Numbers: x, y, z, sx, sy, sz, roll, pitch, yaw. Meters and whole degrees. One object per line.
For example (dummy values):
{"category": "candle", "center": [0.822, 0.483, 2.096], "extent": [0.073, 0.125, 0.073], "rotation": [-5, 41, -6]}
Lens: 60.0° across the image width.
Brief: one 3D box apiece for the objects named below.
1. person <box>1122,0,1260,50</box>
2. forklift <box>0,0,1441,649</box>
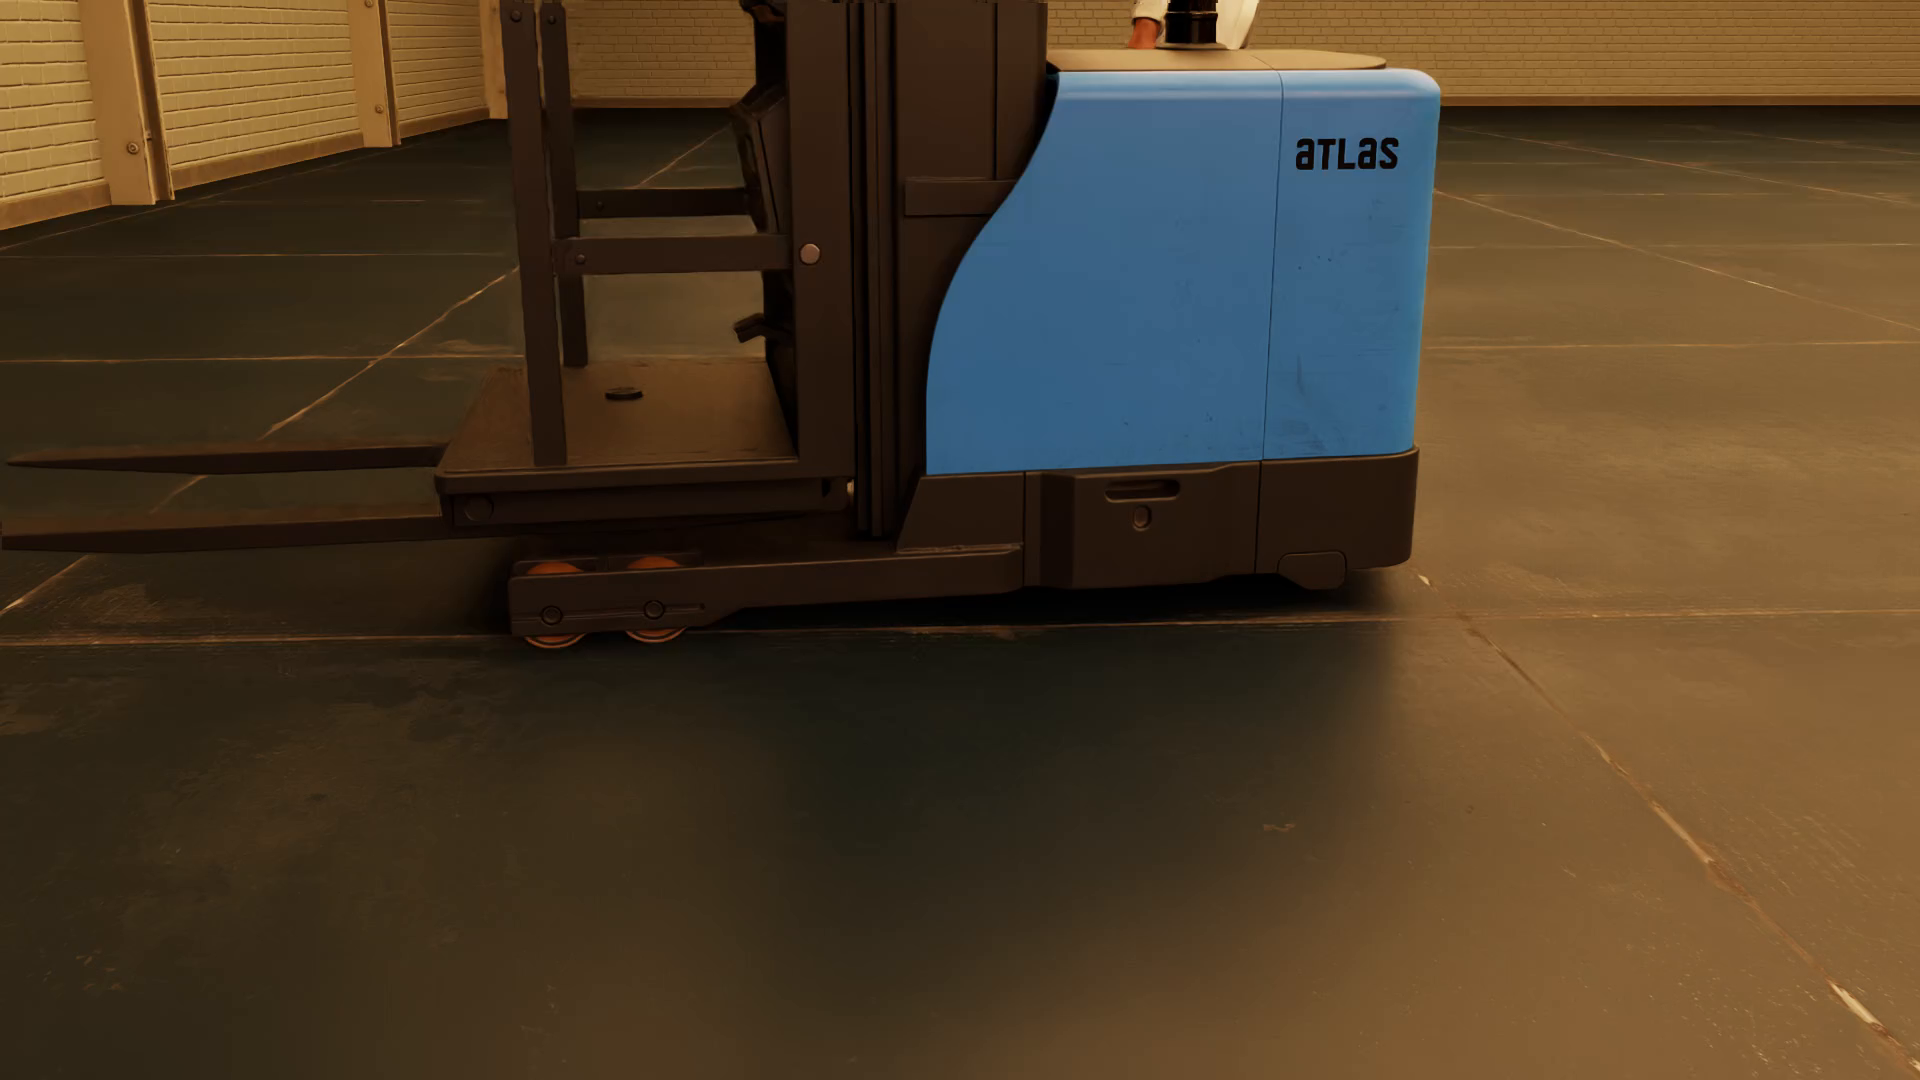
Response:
{"category": "person", "center": [0.827, -1.581, 6.237], "extent": [0.598, 1.693, 0.900], "rotation": [-2, 17, -8]}
{"category": "forklift", "center": [-0.599, -1.356, 3.342], "extent": [3.031, 2.935, 1.130], "rotation": [-3, 17, -9]}
